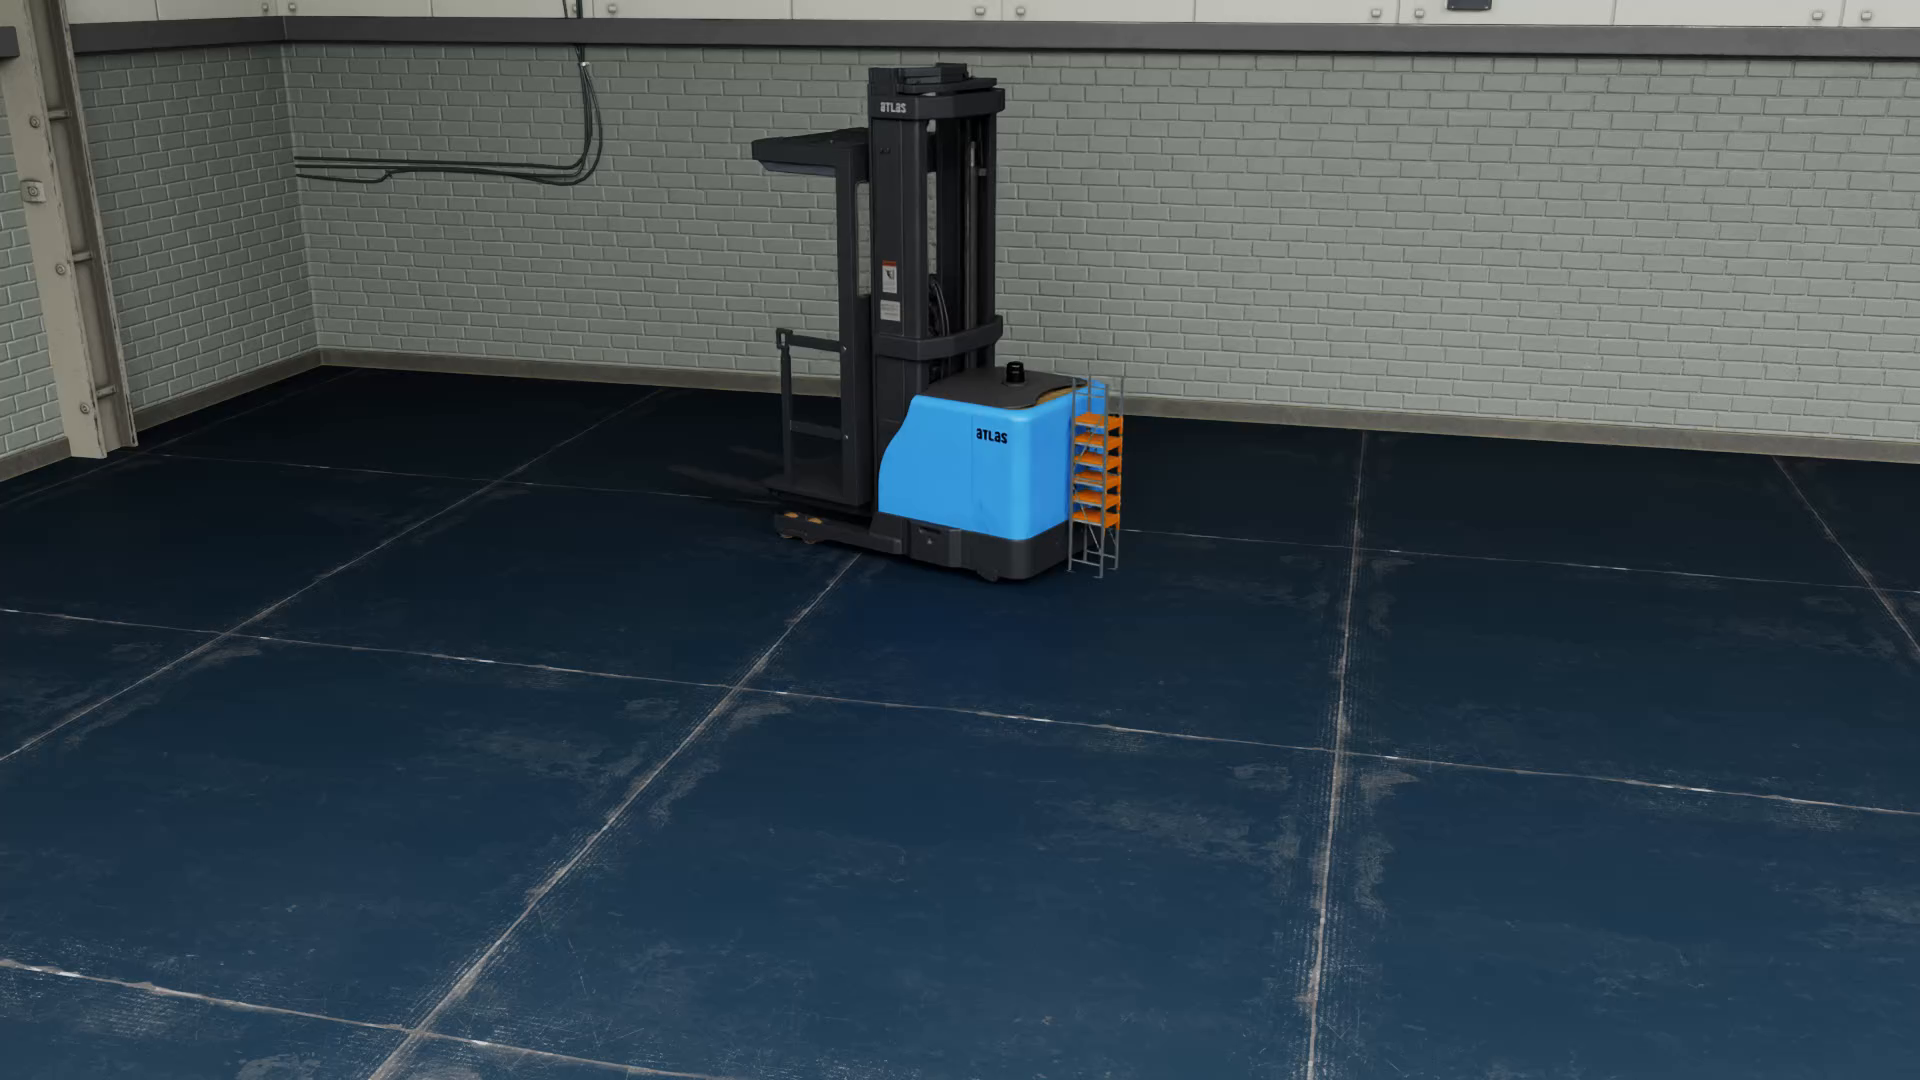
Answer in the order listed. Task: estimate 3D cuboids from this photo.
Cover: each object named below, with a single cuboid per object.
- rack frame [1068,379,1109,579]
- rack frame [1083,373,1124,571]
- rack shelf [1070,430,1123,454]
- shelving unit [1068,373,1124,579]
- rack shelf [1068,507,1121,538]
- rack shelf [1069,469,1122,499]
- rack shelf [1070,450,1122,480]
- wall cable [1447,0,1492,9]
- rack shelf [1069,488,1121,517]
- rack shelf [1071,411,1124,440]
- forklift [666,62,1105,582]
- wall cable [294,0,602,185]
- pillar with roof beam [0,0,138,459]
[{"bbox_3d":[0.760,-0.354,9.867,0.240,1.200,0.006,12,22,32],"label":"rack frame"},{"bbox_3d":[0.862,-0.403,10.011,0.240,1.200,0.006,12,22,32],"label":"rack frame"},{"bbox_3d":[0.811,-0.564,9.876,0.258,0.103,0.180,12,22,32],"label":"rack shelf"},{"bbox_3d":[0.811,-0.379,9.939,0.258,1.200,0.189,12,22,32],"label":"shelving unit"},{"bbox_3d":[0.811,-0.109,10.031,0.258,0.103,0.180,12,22,32],"label":"rack shelf"},{"bbox_3d":[0.811,-0.336,9.953,0.258,0.103,0.180,12,22,32],"label":"rack shelf"},{"bbox_3d":[0.811,-0.450,9.915,0.258,0.103,0.180,12,22,32],"label":"rack shelf"},{"bbox_3d":[4.668,-6.617,10.877,2.305,6.003,0.169,5,19,13],"label":"wall cable"},{"bbox_3d":[0.811,-0.223,9.992,0.258,0.103,0.180,12,22,32],"label":"rack shelf"},{"bbox_3d":[0.811,-0.677,9.837,0.258,0.103,0.180,12,22,32],"label":"rack shelf"},{"bbox_3d":[-0.590,-1.488,10.509,3.031,2.935,1.130,12,22,32],"label":"forklift"},{"bbox_3d":[-4.533,-4.293,14.138,3.097,2.526,0.112,5,19,13],"label":"wall cable"},{"bbox_3d":[-2.361,-4.603,10.243,9.100,9.000,0.400,5,19,13],"label":"pillar with roof beam"}]
